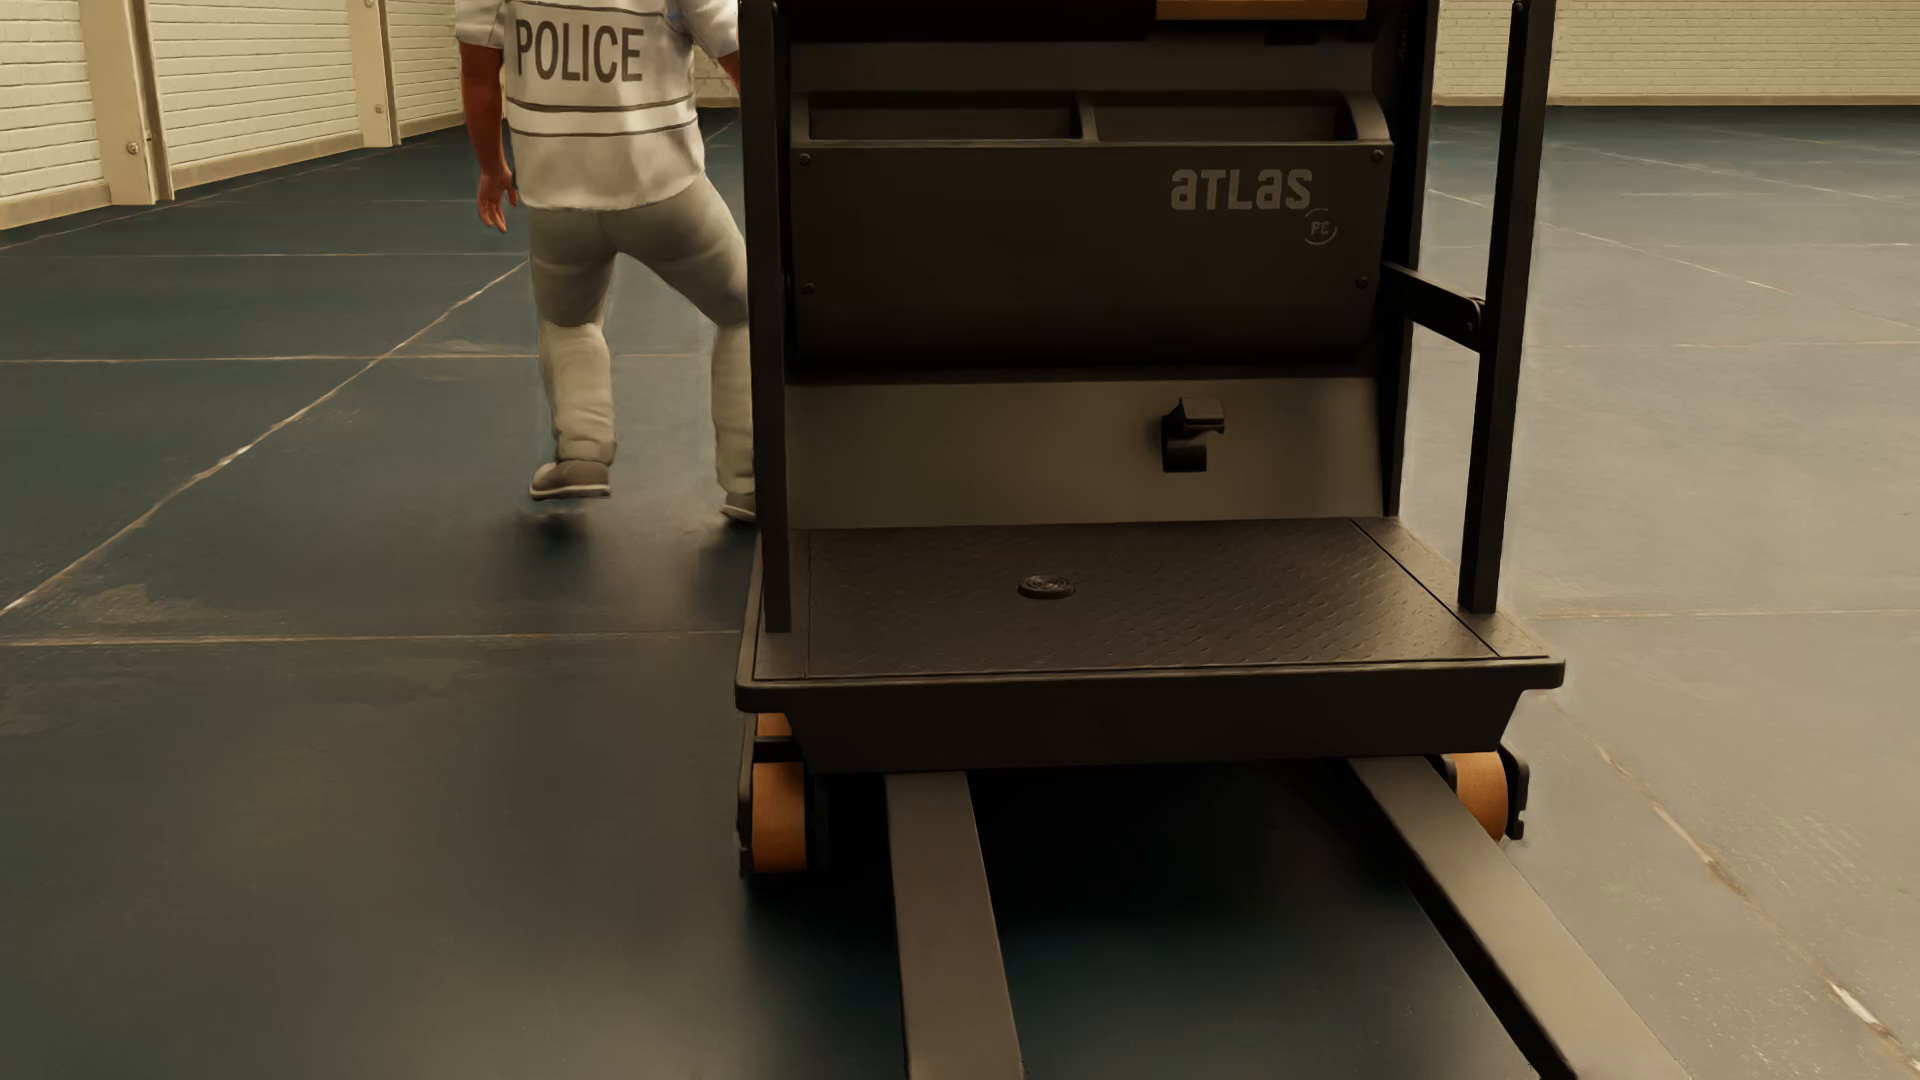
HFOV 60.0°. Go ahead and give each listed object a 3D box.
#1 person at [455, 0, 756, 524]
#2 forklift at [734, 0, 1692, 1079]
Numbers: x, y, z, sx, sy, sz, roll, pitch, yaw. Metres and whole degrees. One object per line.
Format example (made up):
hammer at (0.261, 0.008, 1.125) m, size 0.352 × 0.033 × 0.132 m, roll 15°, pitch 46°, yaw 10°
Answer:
person at (-0.749, -0.827, 3.873) m, size 0.823 × 1.723 × 0.454 m, roll 3°, pitch 17°, yaw 8°
forklift at (0.221, -1.026, 2.261) m, size 1.130 × 2.935 × 3.031 m, roll -1°, pitch 17°, yaw -4°
